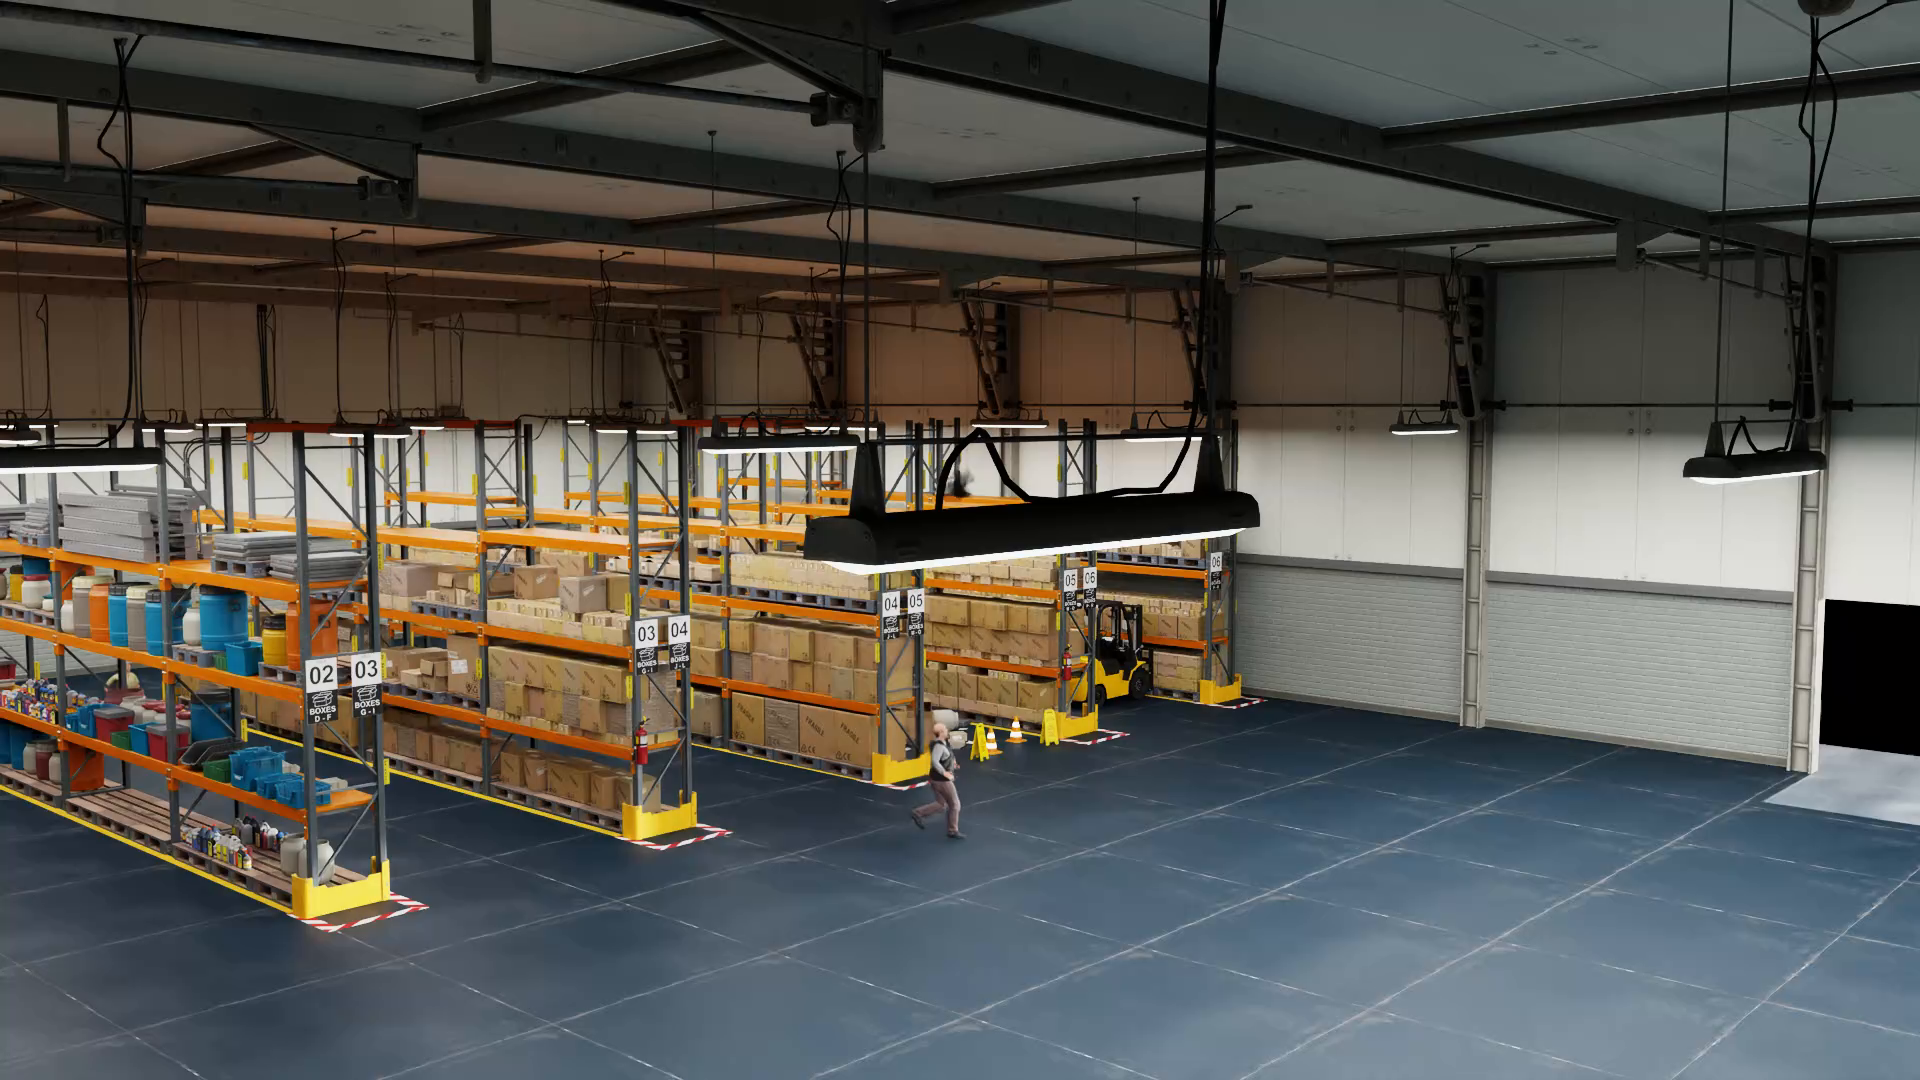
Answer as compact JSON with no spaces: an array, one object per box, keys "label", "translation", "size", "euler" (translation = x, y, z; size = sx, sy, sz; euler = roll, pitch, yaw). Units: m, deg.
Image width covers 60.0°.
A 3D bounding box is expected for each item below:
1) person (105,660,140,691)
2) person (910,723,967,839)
[{"label":"person","translation":[-15.342,3.053,30.666],"size":[0.550,1.533,0.566],"euler":[2,5,28]},{"label":"person","translation":[-0.309,3.517,24.202],"size":[0.837,1.715,0.662],"euler":[-1,5,-14]}]
